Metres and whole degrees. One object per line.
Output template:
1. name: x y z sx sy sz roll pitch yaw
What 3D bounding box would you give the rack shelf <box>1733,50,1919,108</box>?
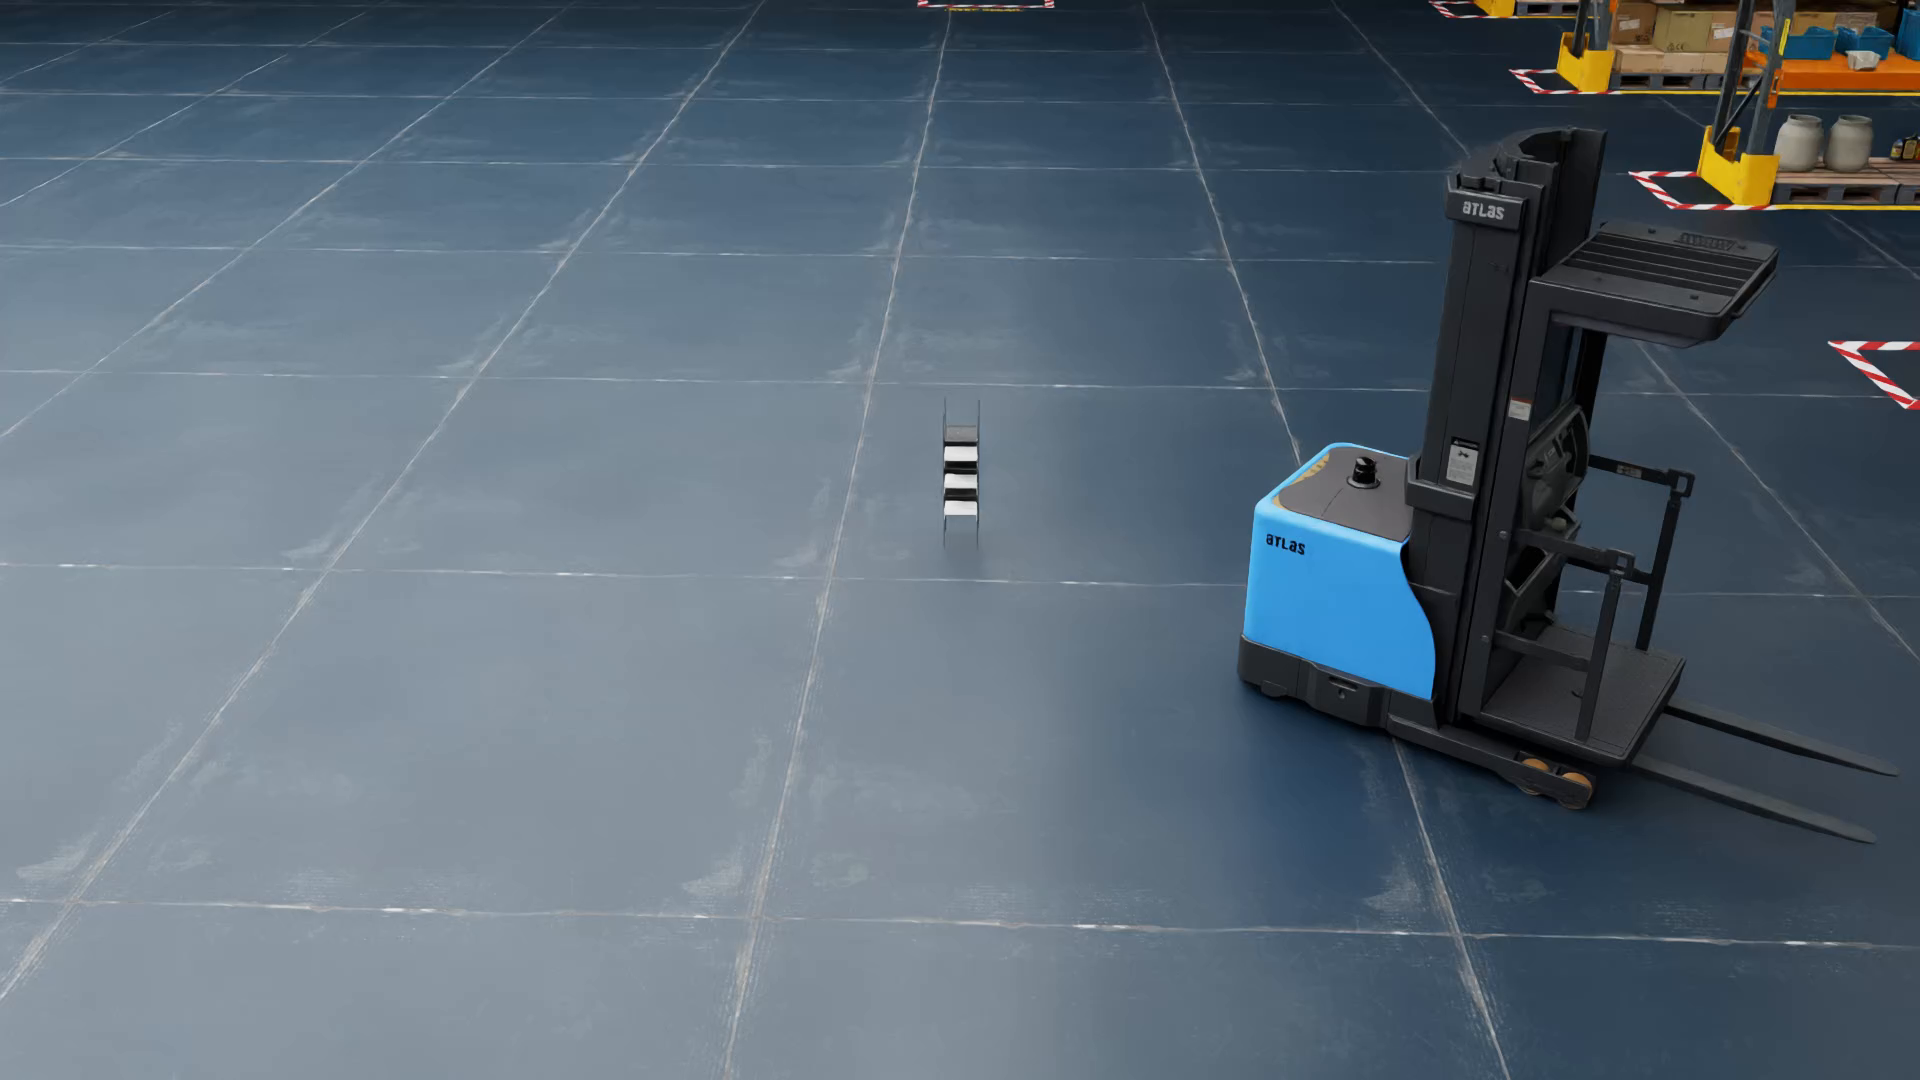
1. rack shelf: 9.825 -4.549 16.396 4.000 0.370 1.077 1 28 2

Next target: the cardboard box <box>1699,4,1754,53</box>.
1. cardboard box: 9.533 -6.397 20.802 0.500 0.500 0.500 1 28 2

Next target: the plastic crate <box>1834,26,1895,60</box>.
1. plastic crate: 8.986 -4.952 16.548 0.408 0.251 0.499 1 28 2

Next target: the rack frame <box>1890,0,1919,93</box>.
1. rack frame: 12.003 -7.152 20.539 0.127 3.000 1.000 1 28 2

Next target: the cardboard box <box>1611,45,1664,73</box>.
1. cardboard box: 8.533 -6.076 20.996 0.500 0.250 0.500 1 28 2

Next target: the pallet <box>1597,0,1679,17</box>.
1. pallet: 10.279 -8.252 25.591 1.213 0.211 1.003 1 28 2

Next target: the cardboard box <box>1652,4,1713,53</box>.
1. cardboard box: 9.033 -6.400 20.807 0.500 0.500 0.500 1 28 2

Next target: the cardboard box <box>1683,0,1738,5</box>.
1. cardboard box: 9.552 -6.641 21.261 0.500 0.500 0.500 1 28 2

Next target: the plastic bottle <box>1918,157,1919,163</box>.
1. plastic bottle: 9.925 -4.002 17.027 0.133 0.283 0.061 1 28 2

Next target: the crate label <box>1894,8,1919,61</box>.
1. crate label: 9.676 -5.011 16.463 0.616 0.435 0.502 1 28 2

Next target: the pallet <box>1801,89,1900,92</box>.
1. pallet: 11.209 -5.953 21.254 1.213 0.211 1.003 1 28 2

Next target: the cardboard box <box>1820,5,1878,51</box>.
1. cardboard box: 11.032 -6.373 20.756 0.500 0.500 0.500 1 28 2

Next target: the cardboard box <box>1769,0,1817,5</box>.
1. cardboard box: 10.551 -6.625 21.231 0.500 0.500 0.500 1 28 2

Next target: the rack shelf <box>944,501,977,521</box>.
1. rack shelf: 0.008 -0.209 10.139 0.200 0.077 0.258 1 28 2

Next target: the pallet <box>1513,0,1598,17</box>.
1. pallet: 9.063 -8.273 25.632 1.213 0.211 1.003 1 28 2

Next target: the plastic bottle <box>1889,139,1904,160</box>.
1. plastic bottle: 9.678 -4.032 17.172 0.097 0.201 0.097 0 28 0

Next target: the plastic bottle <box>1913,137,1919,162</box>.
1. plastic bottle: 9.928 -4.048 17.123 0.135 0.276 0.152 1 28 2

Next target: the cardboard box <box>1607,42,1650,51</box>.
1. cardboard box: 8.552 -6.318 21.453 0.500 0.250 0.500 1 28 2

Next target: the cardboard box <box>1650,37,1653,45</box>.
1. cardboard box: 9.052 -6.315 21.448 0.500 0.250 0.500 1 28 2

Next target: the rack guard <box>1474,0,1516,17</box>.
1. rack guard: 8.252 -8.431 25.621 0.348 0.500 1.175 1 28 2

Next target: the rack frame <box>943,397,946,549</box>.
1. rack frame: -0.093 -0.399 10.042 0.006 0.900 0.240 1 28 2

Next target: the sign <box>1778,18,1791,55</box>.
1. sign: 7.803 -4.764 15.740 0.005 0.325 0.100 1 28 2

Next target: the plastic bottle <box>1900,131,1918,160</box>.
1. plastic bottle: 9.795 -4.075 17.165 0.133 0.283 0.061 2 28 3

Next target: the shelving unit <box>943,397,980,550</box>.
1. shelving unit: 0.008 -0.397 10.039 0.210 0.900 0.258 1 28 2

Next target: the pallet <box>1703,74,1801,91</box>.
1. pallet: 9.987 -5.972 21.289 1.213 0.211 1.003 1 28 2

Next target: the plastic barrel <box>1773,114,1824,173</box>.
1. plastic barrel: 8.487 -4.011 16.821 0.421 0.512 0.421 0 28 0

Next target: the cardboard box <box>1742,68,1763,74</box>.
1. cardboard box: 10.032 -6.050 20.948 0.500 0.250 0.500 1 28 2

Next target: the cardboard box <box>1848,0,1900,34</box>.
1. cardboard box: 11.550 -6.608 21.200 0.500 0.500 0.500 1 28 2

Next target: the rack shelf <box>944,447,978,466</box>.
1. rack shelf: 0.008 -0.527 9.970 0.200 0.077 0.258 1 28 2

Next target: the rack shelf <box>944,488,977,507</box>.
1. rack shelf: 0.008 -0.288 10.097 0.200 0.077 0.258 1 28 2

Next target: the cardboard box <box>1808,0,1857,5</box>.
1. cardboard box: 11.050 -6.613 21.208 0.500 0.500 0.500 1 28 2

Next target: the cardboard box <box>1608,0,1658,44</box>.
1. cardboard box: 8.552 -6.650 21.280 0.500 0.500 0.500 1 28 2

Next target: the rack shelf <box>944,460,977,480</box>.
1. rack shelf: 0.008 -0.448 10.012 0.200 0.077 0.258 1 28 2

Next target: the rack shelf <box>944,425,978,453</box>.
1. rack shelf: 0.008 -0.607 9.928 0.200 0.077 0.258 1 28 2

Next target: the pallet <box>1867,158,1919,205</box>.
1. pallet: 9.932 -3.651 16.912 1.213 0.211 1.003 1 28 2

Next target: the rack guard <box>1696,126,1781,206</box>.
1. rack guard: 7.904 -3.816 16.915 0.348 0.500 1.175 1 28 2

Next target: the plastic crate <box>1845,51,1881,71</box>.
1. plastic crate: 8.710 -4.618 16.040 0.250 0.136 0.298 1 28 2

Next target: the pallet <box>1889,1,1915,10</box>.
1. pallet: 14.174 -8.208 25.508 1.213 0.211 1.003 1 28 2

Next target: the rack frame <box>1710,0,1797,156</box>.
1. rack frame: 7.827 -4.900 16.290 0.127 3.000 1.000 1 28 2

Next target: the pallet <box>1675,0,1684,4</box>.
1. pallet: 11.501 -8.233 25.556 1.213 0.211 1.003 1 28 2

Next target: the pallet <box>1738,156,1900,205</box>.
1. pallet: 8.716 -3.672 16.952 1.213 0.211 1.003 1 28 2

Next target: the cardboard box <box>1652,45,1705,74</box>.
1. cardboard box: 9.033 -6.069 20.984 0.500 0.250 0.500 1 28 2

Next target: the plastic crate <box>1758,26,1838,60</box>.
1. plastic crate: 8.337 -4.966 16.573 0.616 0.251 0.499 1 28 2

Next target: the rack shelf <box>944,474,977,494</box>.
1. rack shelf: 0.008 -0.368 10.055 0.200 0.077 0.258 1 28 2

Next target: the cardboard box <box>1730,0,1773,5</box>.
1. cardboard box: 10.051 -6.632 21.245 0.500 0.500 0.500 1 28 2

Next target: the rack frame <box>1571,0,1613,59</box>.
1. rack frame: 8.005 -7.218 20.664 0.127 3.000 1.000 1 28 2

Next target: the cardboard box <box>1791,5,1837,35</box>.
1. cardboard box: 10.532 -6.379 20.768 0.500 0.500 0.500 1 28 2

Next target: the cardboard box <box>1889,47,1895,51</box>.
1. cardboard box: 11.532 -6.028 20.906 0.500 0.250 0.500 1 28 2

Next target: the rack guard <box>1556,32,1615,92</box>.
1. rack guard: 7.981 -6.114 21.250 0.348 0.500 1.175 1 28 2

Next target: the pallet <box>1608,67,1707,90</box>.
1. pallet: 8.771 -5.993 21.330 1.213 0.211 1.003 1 28 2

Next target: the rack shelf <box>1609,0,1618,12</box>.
1. rack shelf: 10.004 -6.867 20.770 4.000 0.370 1.077 1 28 2

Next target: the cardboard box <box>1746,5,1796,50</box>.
1. cardboard box: 10.032 -6.381 20.771 0.500 0.500 0.500 1 28 2

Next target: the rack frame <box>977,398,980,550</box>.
1. rack frame: 0.110 -0.396 10.036 0.006 0.900 0.240 1 28 2

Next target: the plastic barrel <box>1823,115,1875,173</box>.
1. plastic barrel: 8.988 -4.002 16.806 0.421 0.512 0.421 0 28 0

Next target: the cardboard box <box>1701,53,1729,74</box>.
1. cardboard box: 9.533 -6.061 20.968 0.500 0.250 0.500 1 28 2

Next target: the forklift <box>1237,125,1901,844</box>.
1. forklift: 2.958 -0.309 7.704 3.031 2.935 1.130 18 33 31
